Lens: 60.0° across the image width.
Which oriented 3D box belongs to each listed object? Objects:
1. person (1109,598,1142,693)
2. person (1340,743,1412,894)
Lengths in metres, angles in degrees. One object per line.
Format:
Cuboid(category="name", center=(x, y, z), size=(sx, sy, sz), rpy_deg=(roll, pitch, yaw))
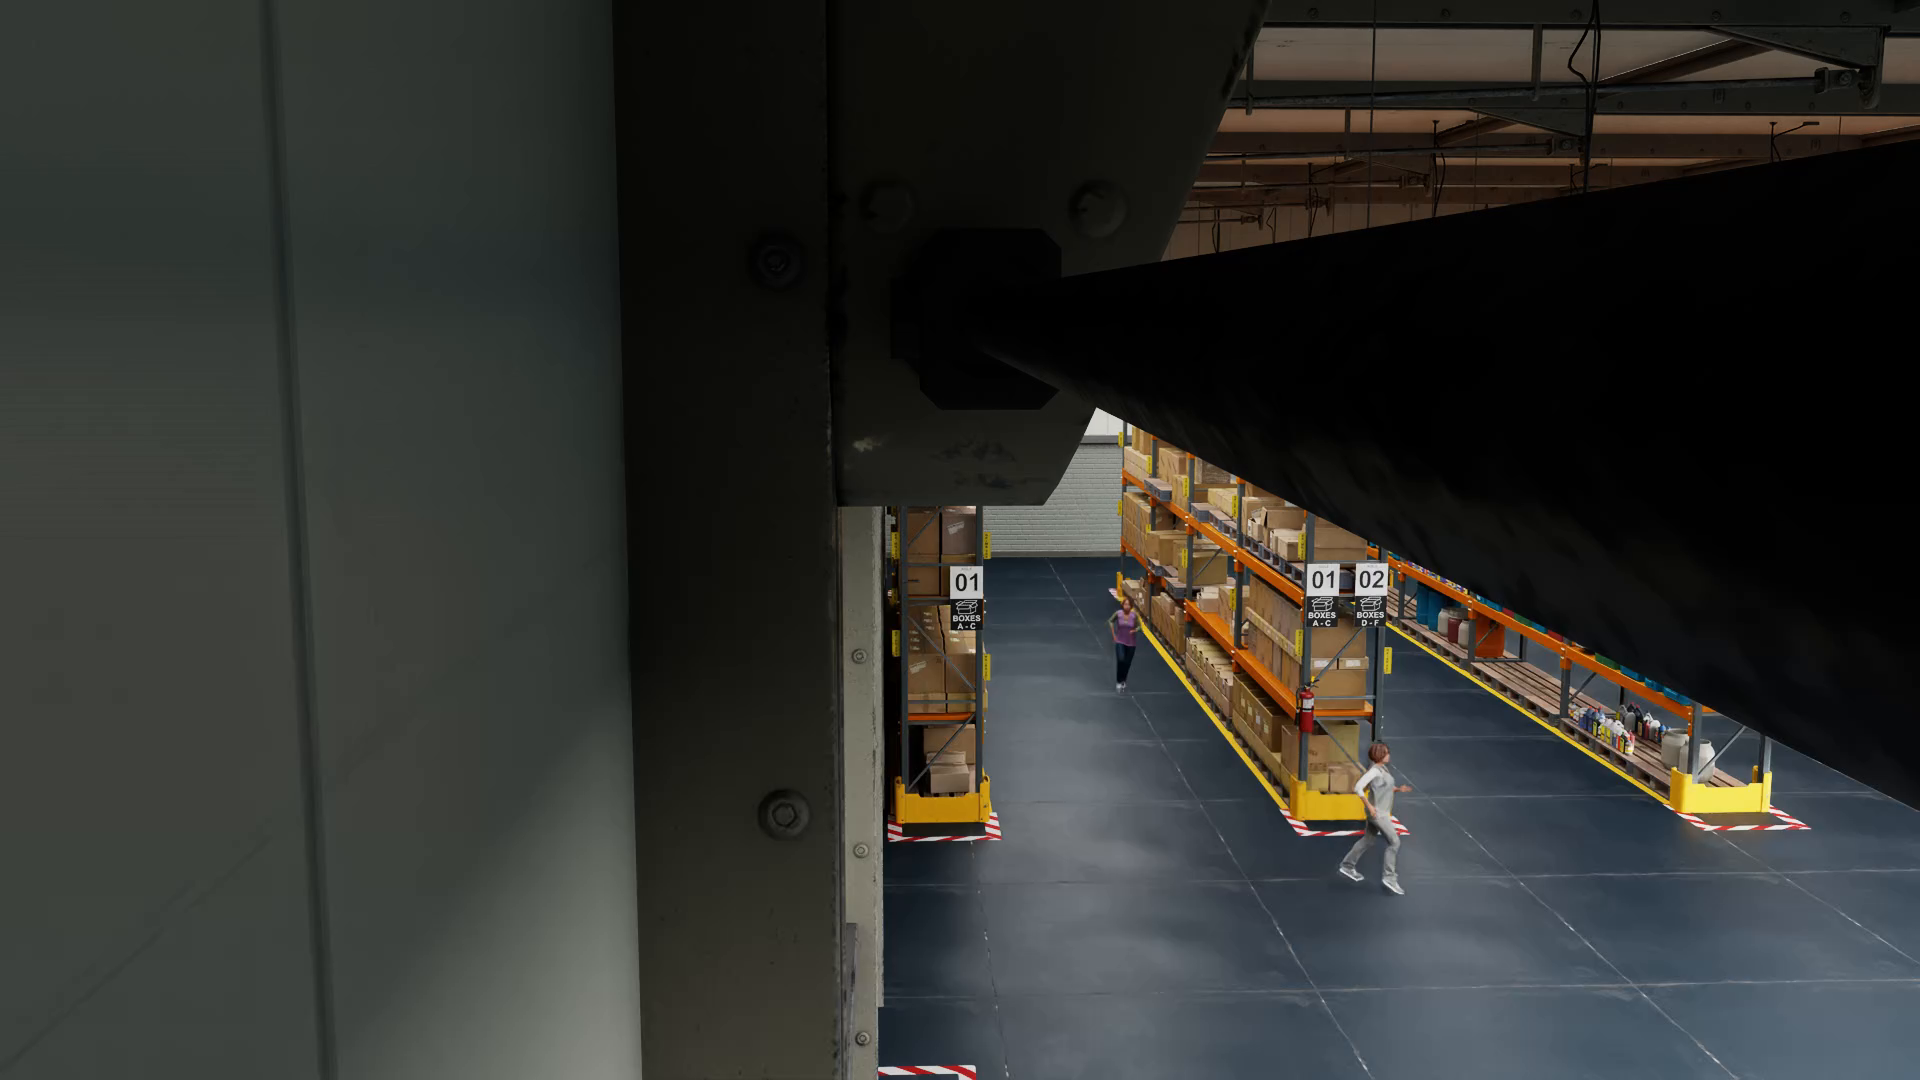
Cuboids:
Cuboid(category="person", center=(2.718, 1.719, 27.303), size=(0.523, 1.581, 0.703), rpy_deg=(0, 8, -1))
Cuboid(category="person", center=(4.517, 3.014, 18.067), size=(0.733, 1.639, 0.511), rpy_deg=(2, 8, 13))
